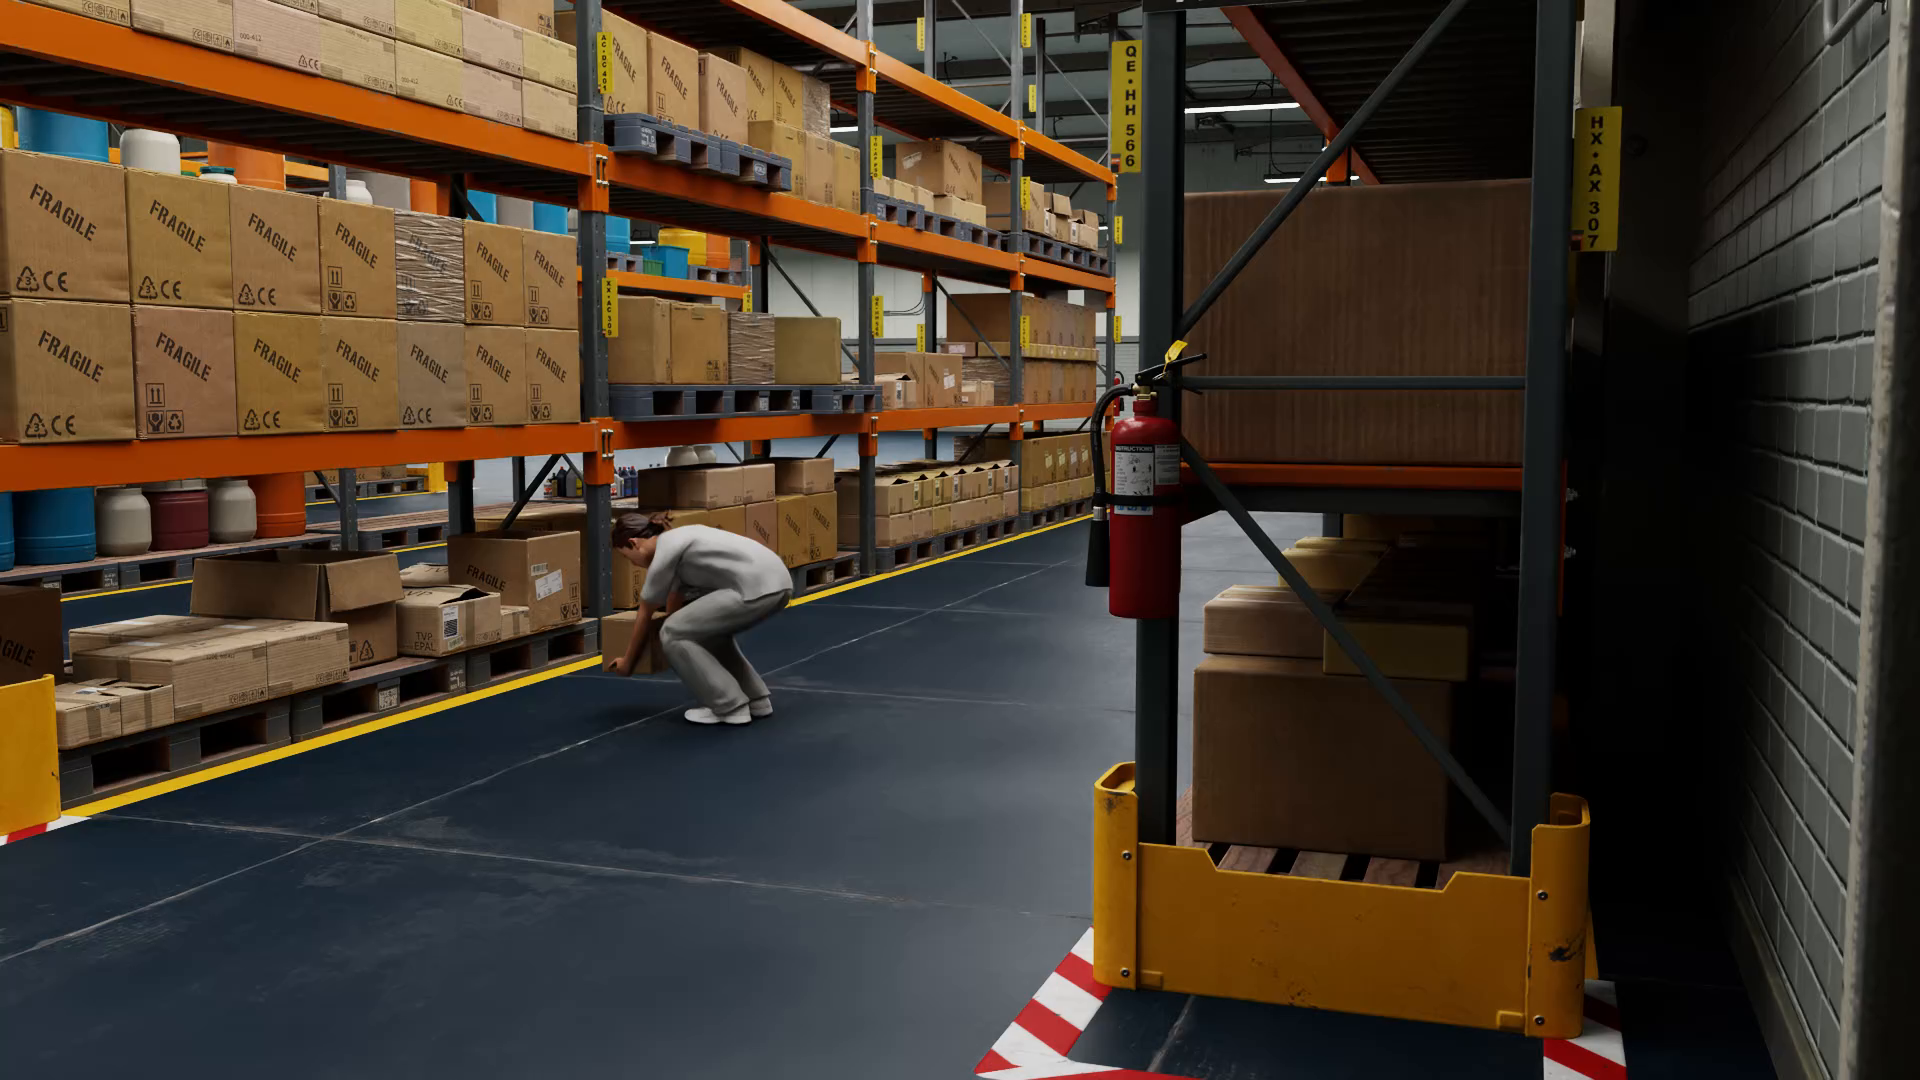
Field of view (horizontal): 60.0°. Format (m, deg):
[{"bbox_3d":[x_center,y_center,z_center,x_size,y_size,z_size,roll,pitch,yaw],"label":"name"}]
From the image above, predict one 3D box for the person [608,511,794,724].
[{"bbox_3d":[-1.176,0.346,7.532,0.842,0.929,0.472,2,6,17],"label":"person"}]
